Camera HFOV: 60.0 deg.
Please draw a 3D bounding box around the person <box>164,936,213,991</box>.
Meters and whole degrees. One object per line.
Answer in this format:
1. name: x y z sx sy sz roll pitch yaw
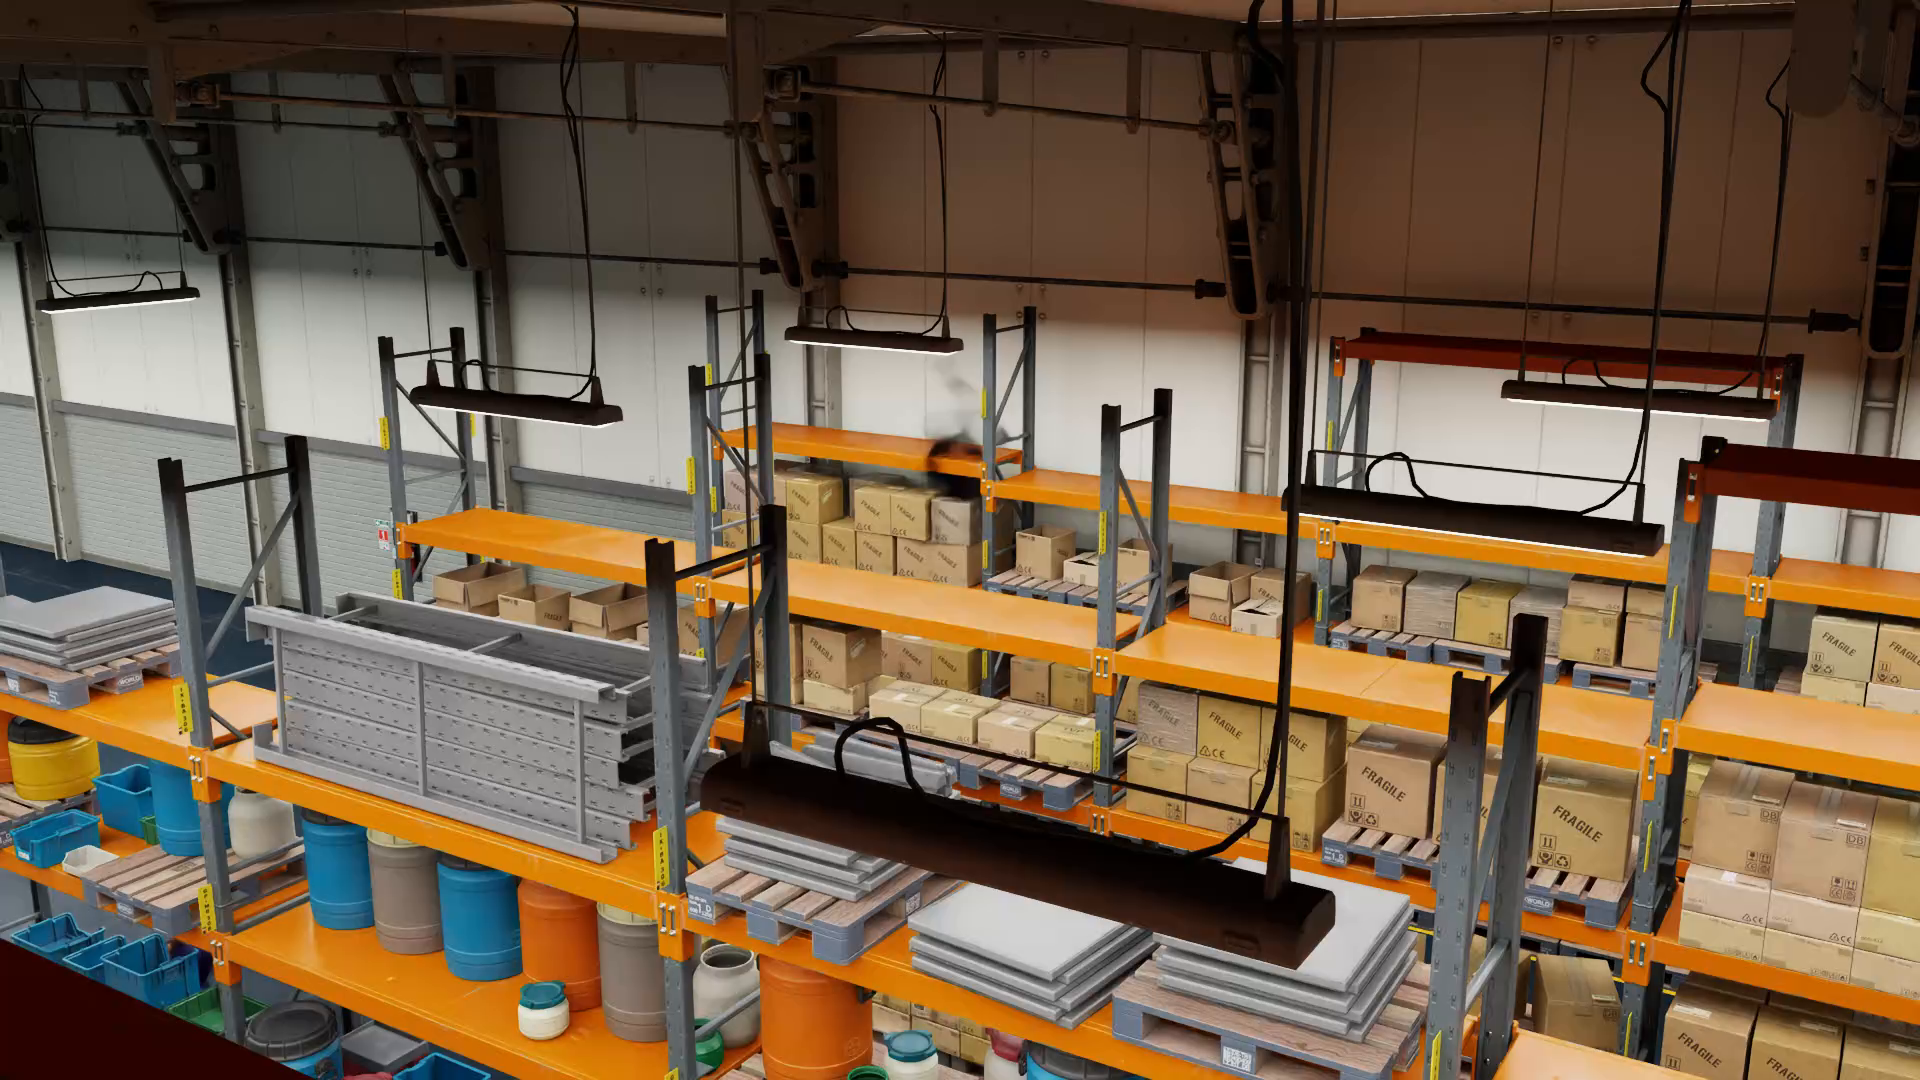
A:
1. person: -6.966 3.694 14.934 0.538 1.621 0.600 6 15 23
